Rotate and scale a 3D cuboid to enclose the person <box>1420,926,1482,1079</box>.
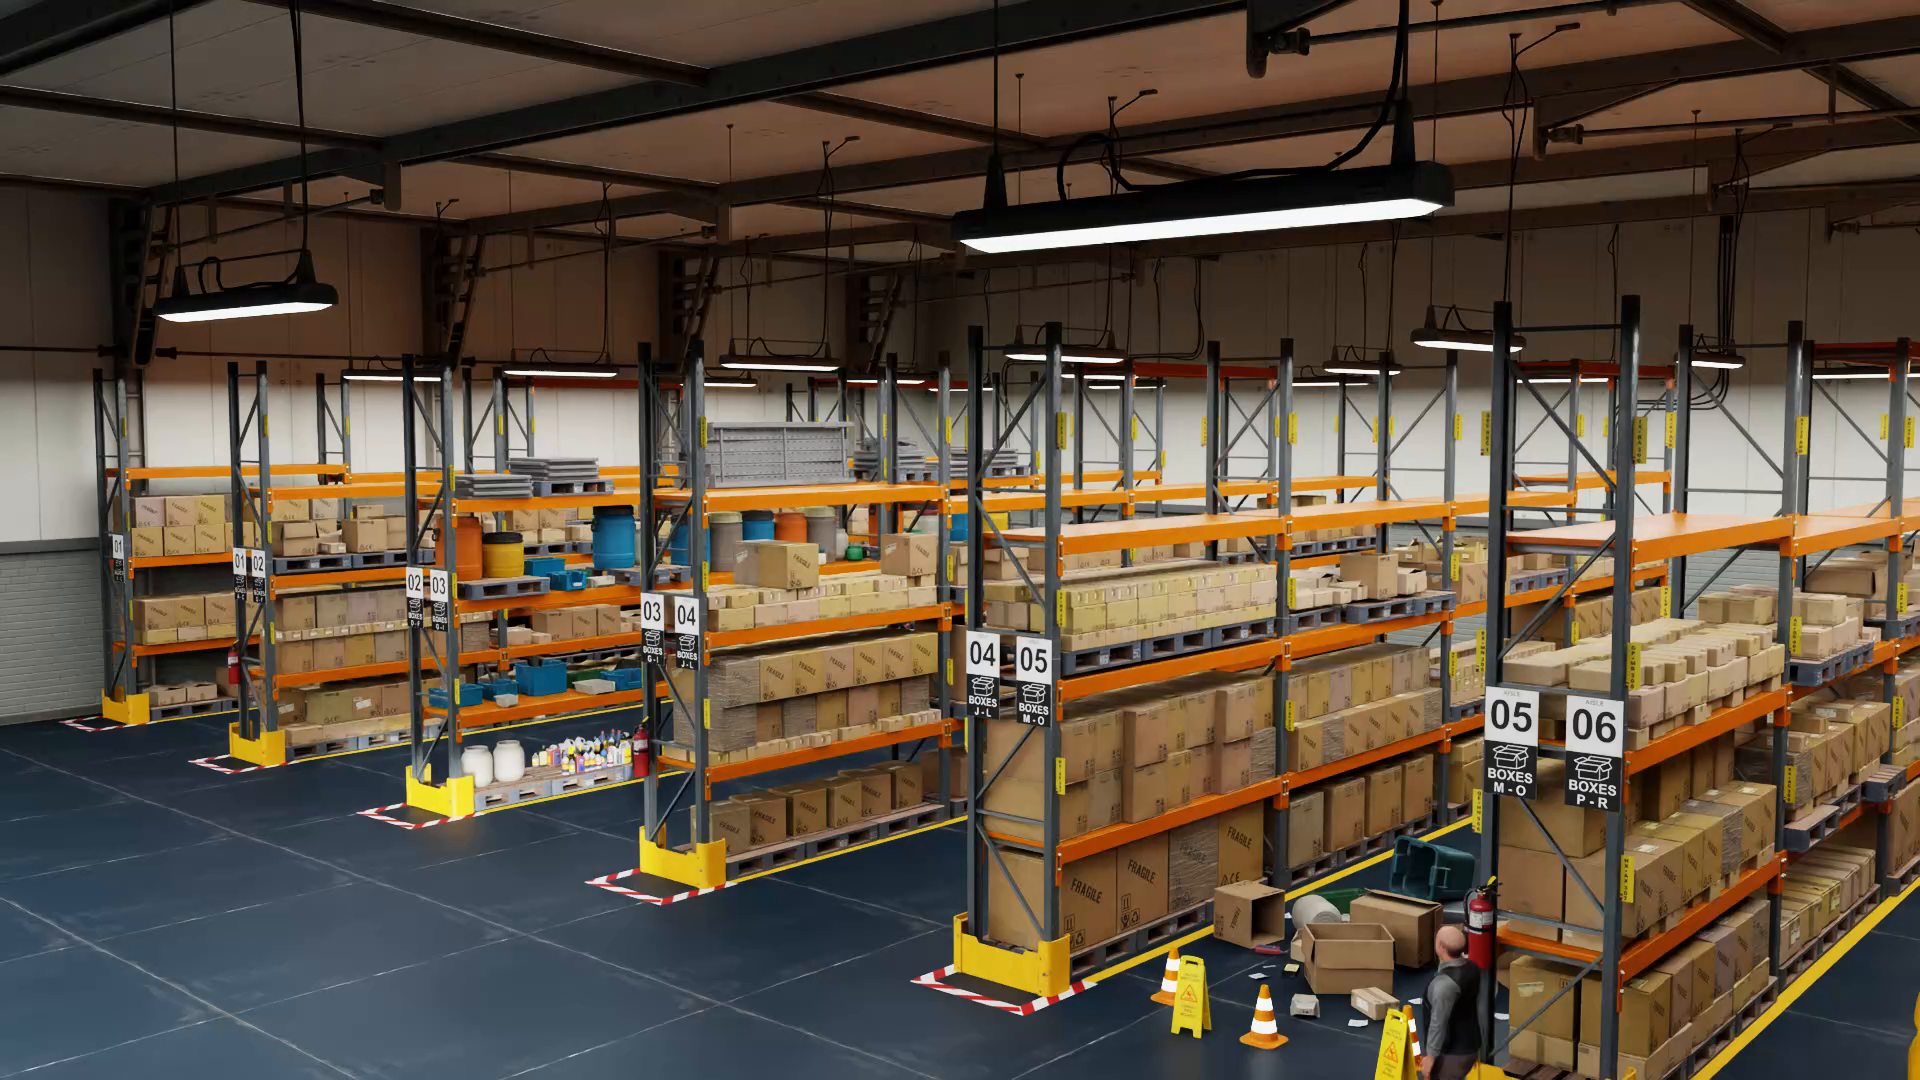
[{"bbox_3d":[3.346,3.468,11.264,0.482,1.721,0.536,2,5,29],"label":"person"}]
